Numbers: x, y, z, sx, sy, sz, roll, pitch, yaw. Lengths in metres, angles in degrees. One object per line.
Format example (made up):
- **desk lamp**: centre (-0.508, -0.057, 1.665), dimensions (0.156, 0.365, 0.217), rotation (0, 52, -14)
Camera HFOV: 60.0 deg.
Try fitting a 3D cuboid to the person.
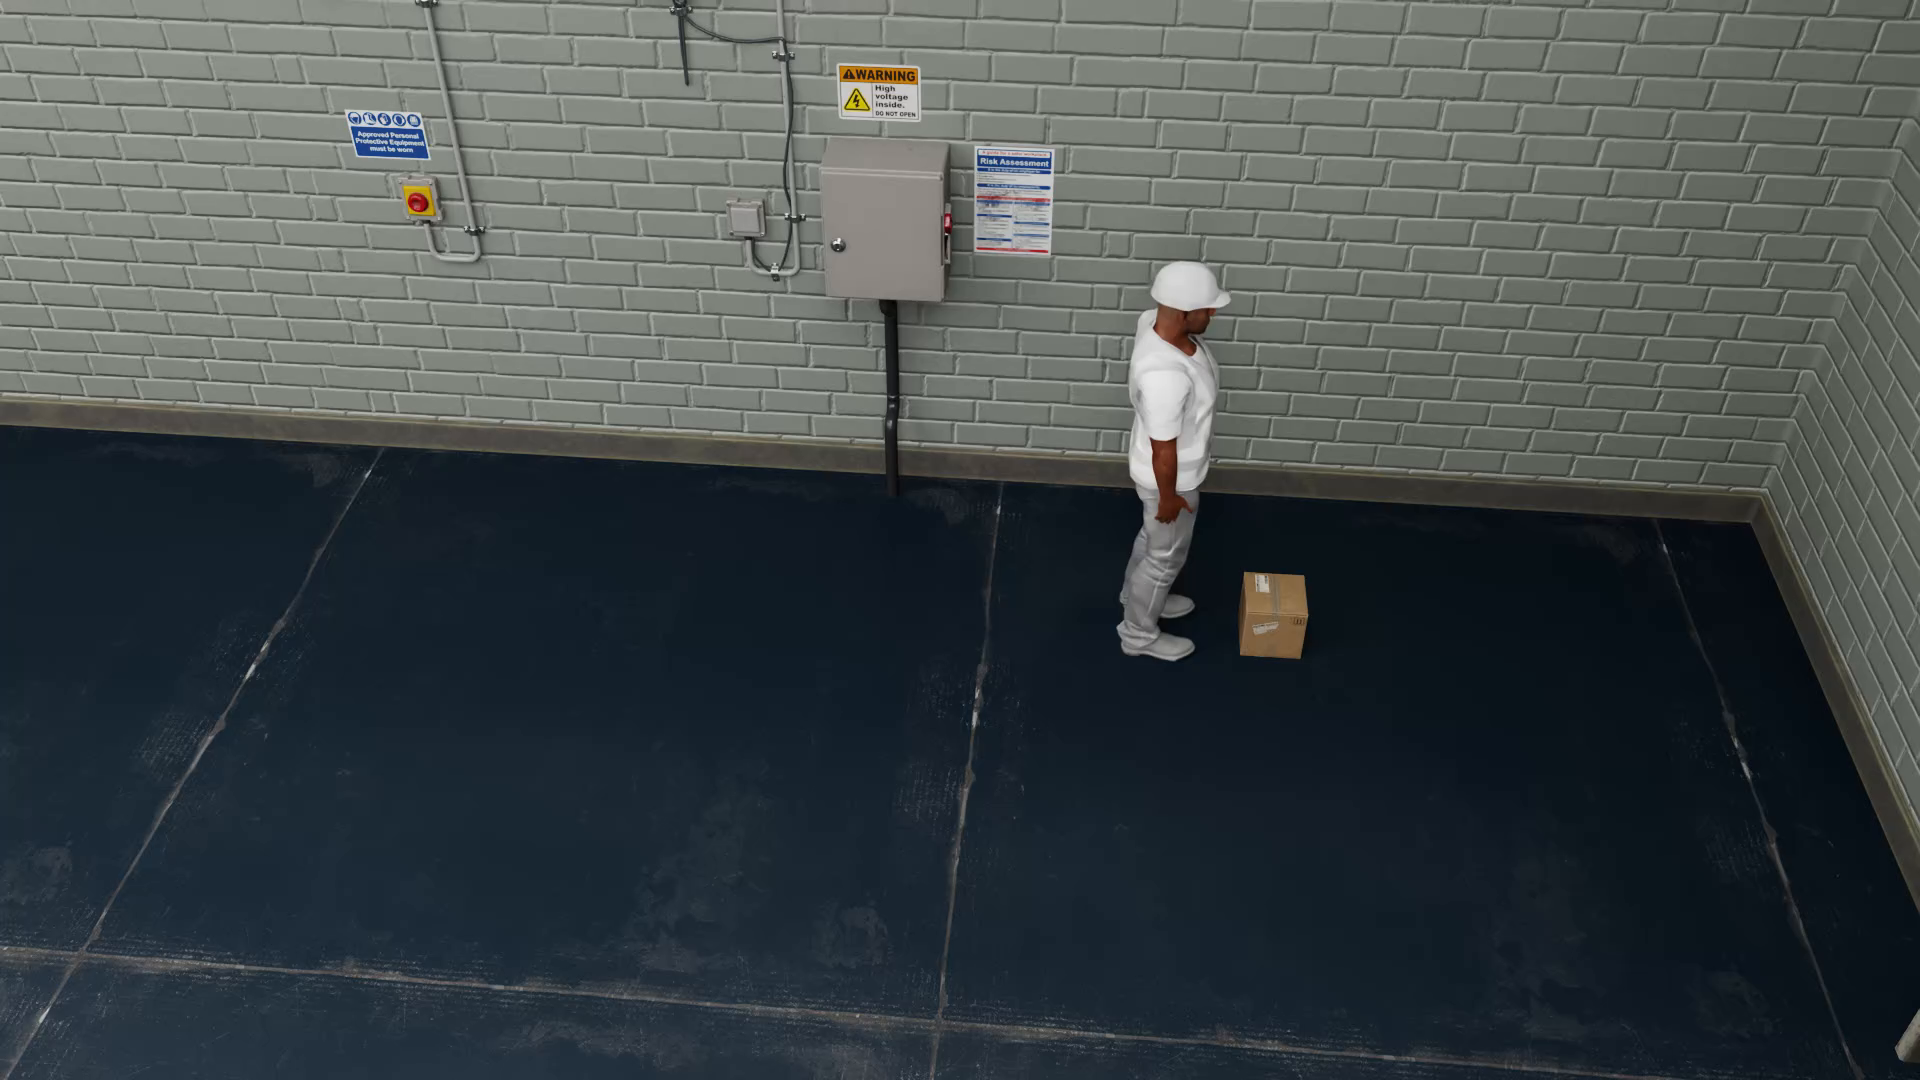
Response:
- **person**: centre (0.817, -0.310, 6.510), dimensions (0.361, 1.763, 0.565), rotation (4, 40, 5)
